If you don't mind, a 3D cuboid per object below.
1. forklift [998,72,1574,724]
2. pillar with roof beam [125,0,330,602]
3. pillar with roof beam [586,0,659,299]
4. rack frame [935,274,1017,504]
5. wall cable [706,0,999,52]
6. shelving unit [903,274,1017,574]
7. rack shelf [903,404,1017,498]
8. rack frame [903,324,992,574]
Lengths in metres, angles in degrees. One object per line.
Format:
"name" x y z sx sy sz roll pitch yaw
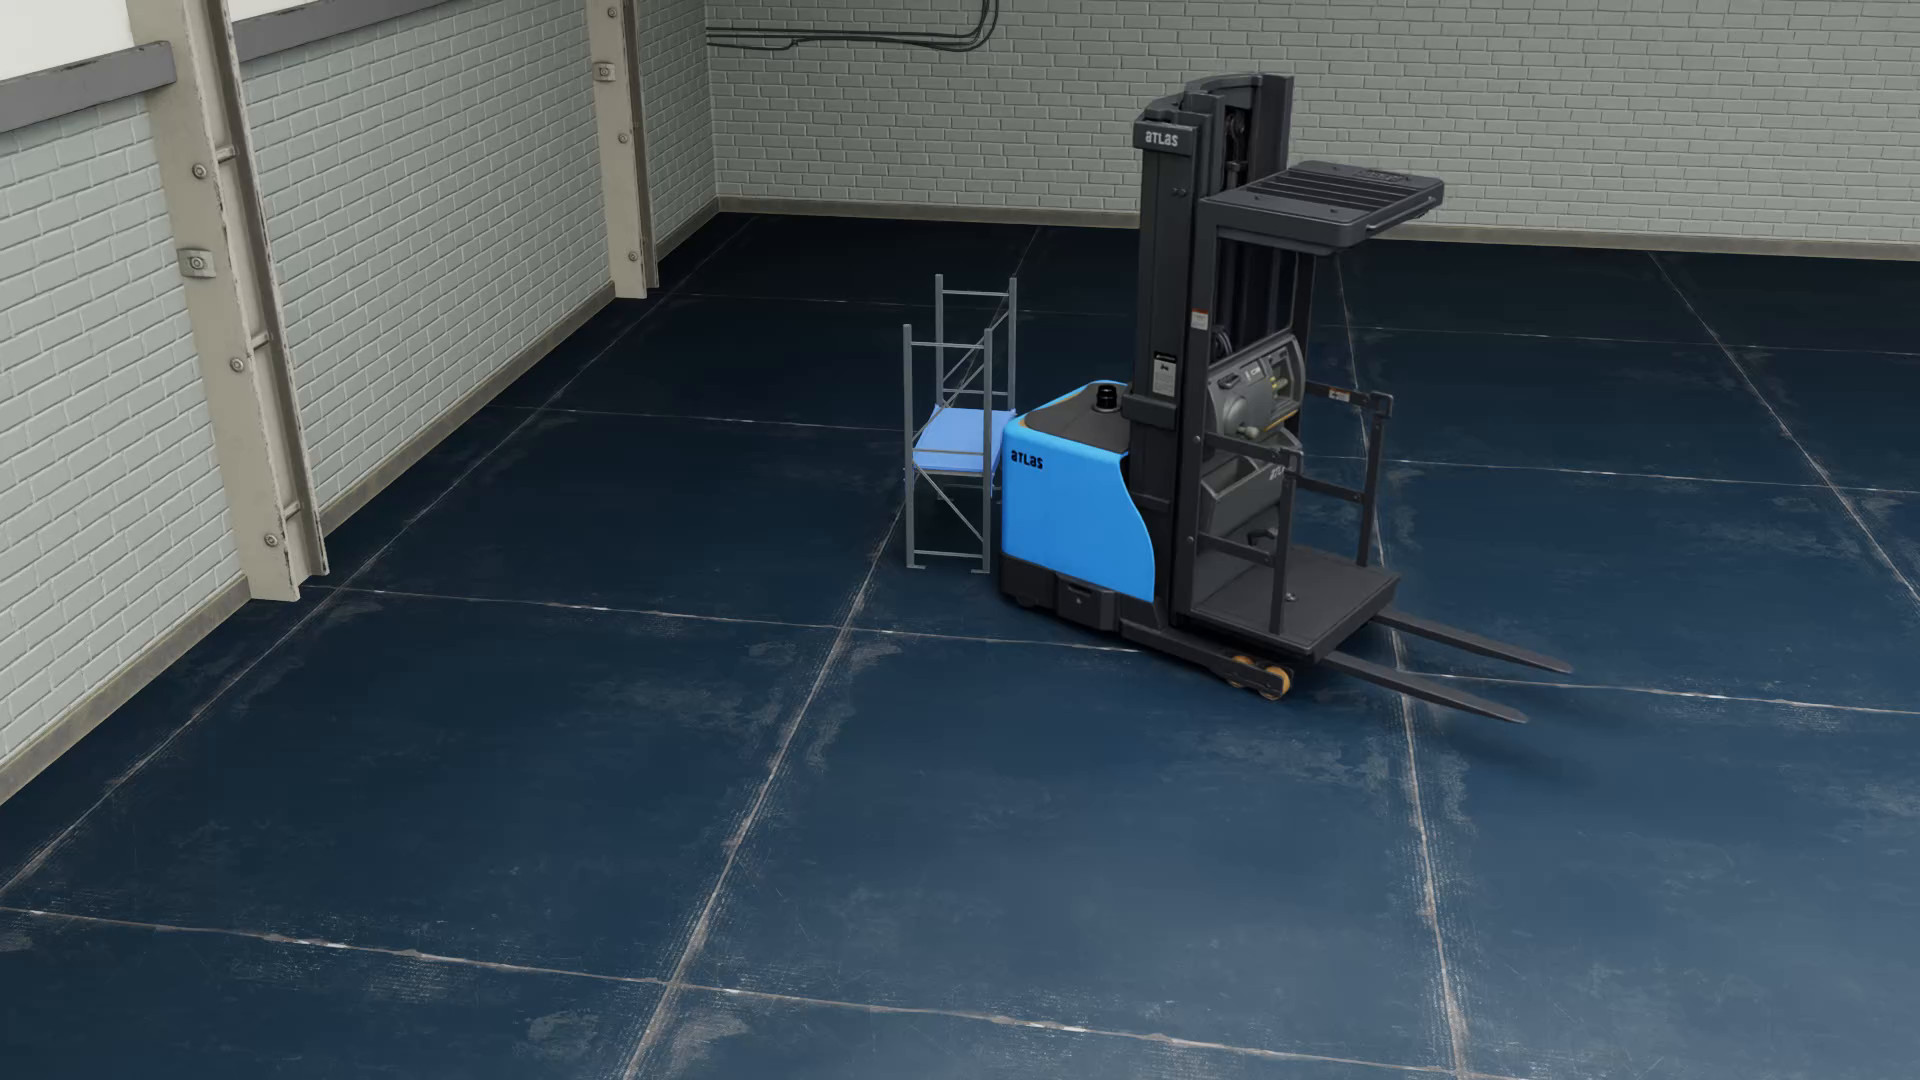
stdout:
"forklift" 1.689 -0.765 8.428 3.031 2.935 1.130 18 31 34
"pillar with roof beam" 0.332 -3.519 7.153 9.100 9.000 0.400 4 25 9
"pillar with roof beam" 1.313 -6.028 12.514 9.100 9.000 0.400 4 25 9
"rack frame" 0.097 -0.928 10.462 0.500 1.500 0.032 4 25 9
"wall cable" -1.149 -6.061 16.246 3.097 2.526 0.112 4 25 9
"shelving unit" 0.014 -0.715 10.008 0.538 1.500 1.048 4 25 9
"rack shelf" 0.014 -0.552 10.085 0.538 0.185 1.000 4 25 9
"rack frame" -0.069 -0.502 9.554 0.500 1.500 0.032 4 25 9
